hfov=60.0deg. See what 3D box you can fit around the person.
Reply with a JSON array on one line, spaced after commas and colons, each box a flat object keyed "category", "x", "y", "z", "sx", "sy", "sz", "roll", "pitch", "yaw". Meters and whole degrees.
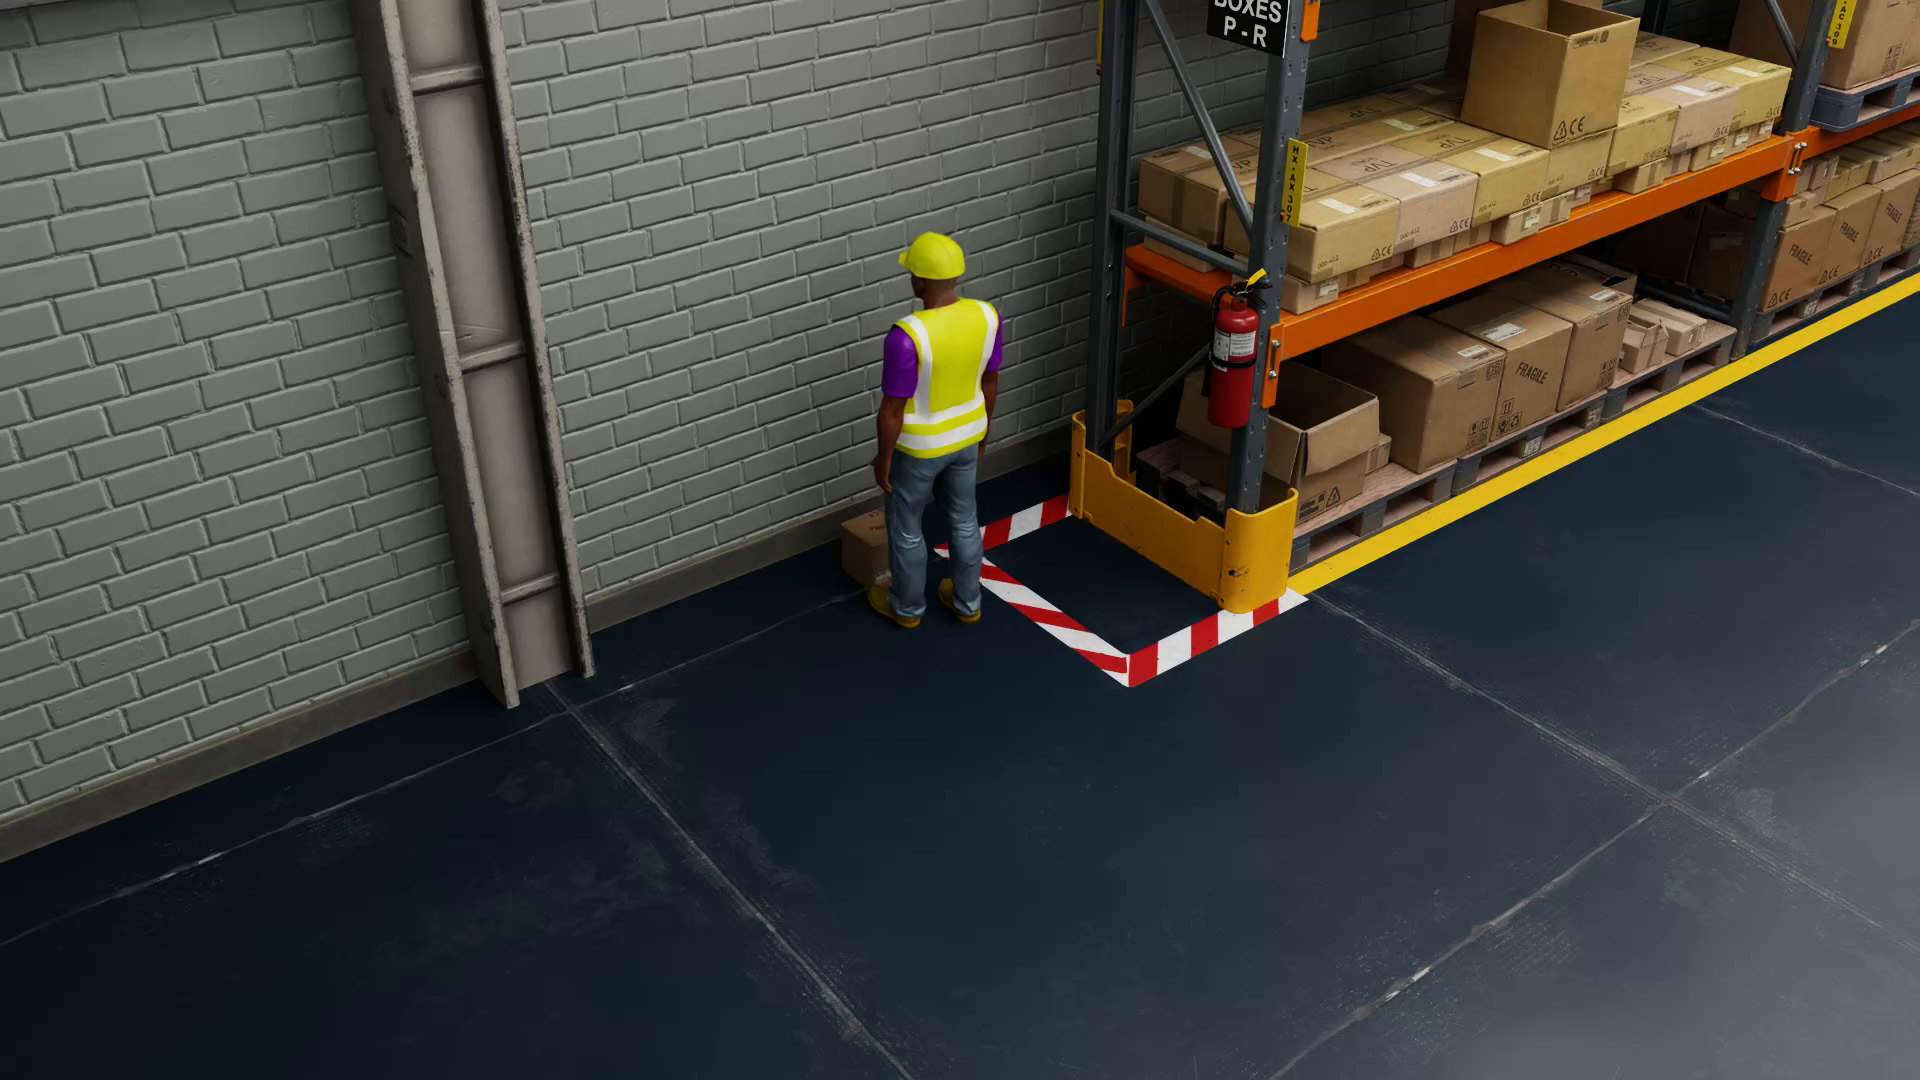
[{"category": "person", "x": -0.117, "y": -0.406, "z": 6.776, "sx": 0.573, "sy": 1.751, "sz": 0.384, "roll": -21, "pitch": 38, "yaw": -30}]
